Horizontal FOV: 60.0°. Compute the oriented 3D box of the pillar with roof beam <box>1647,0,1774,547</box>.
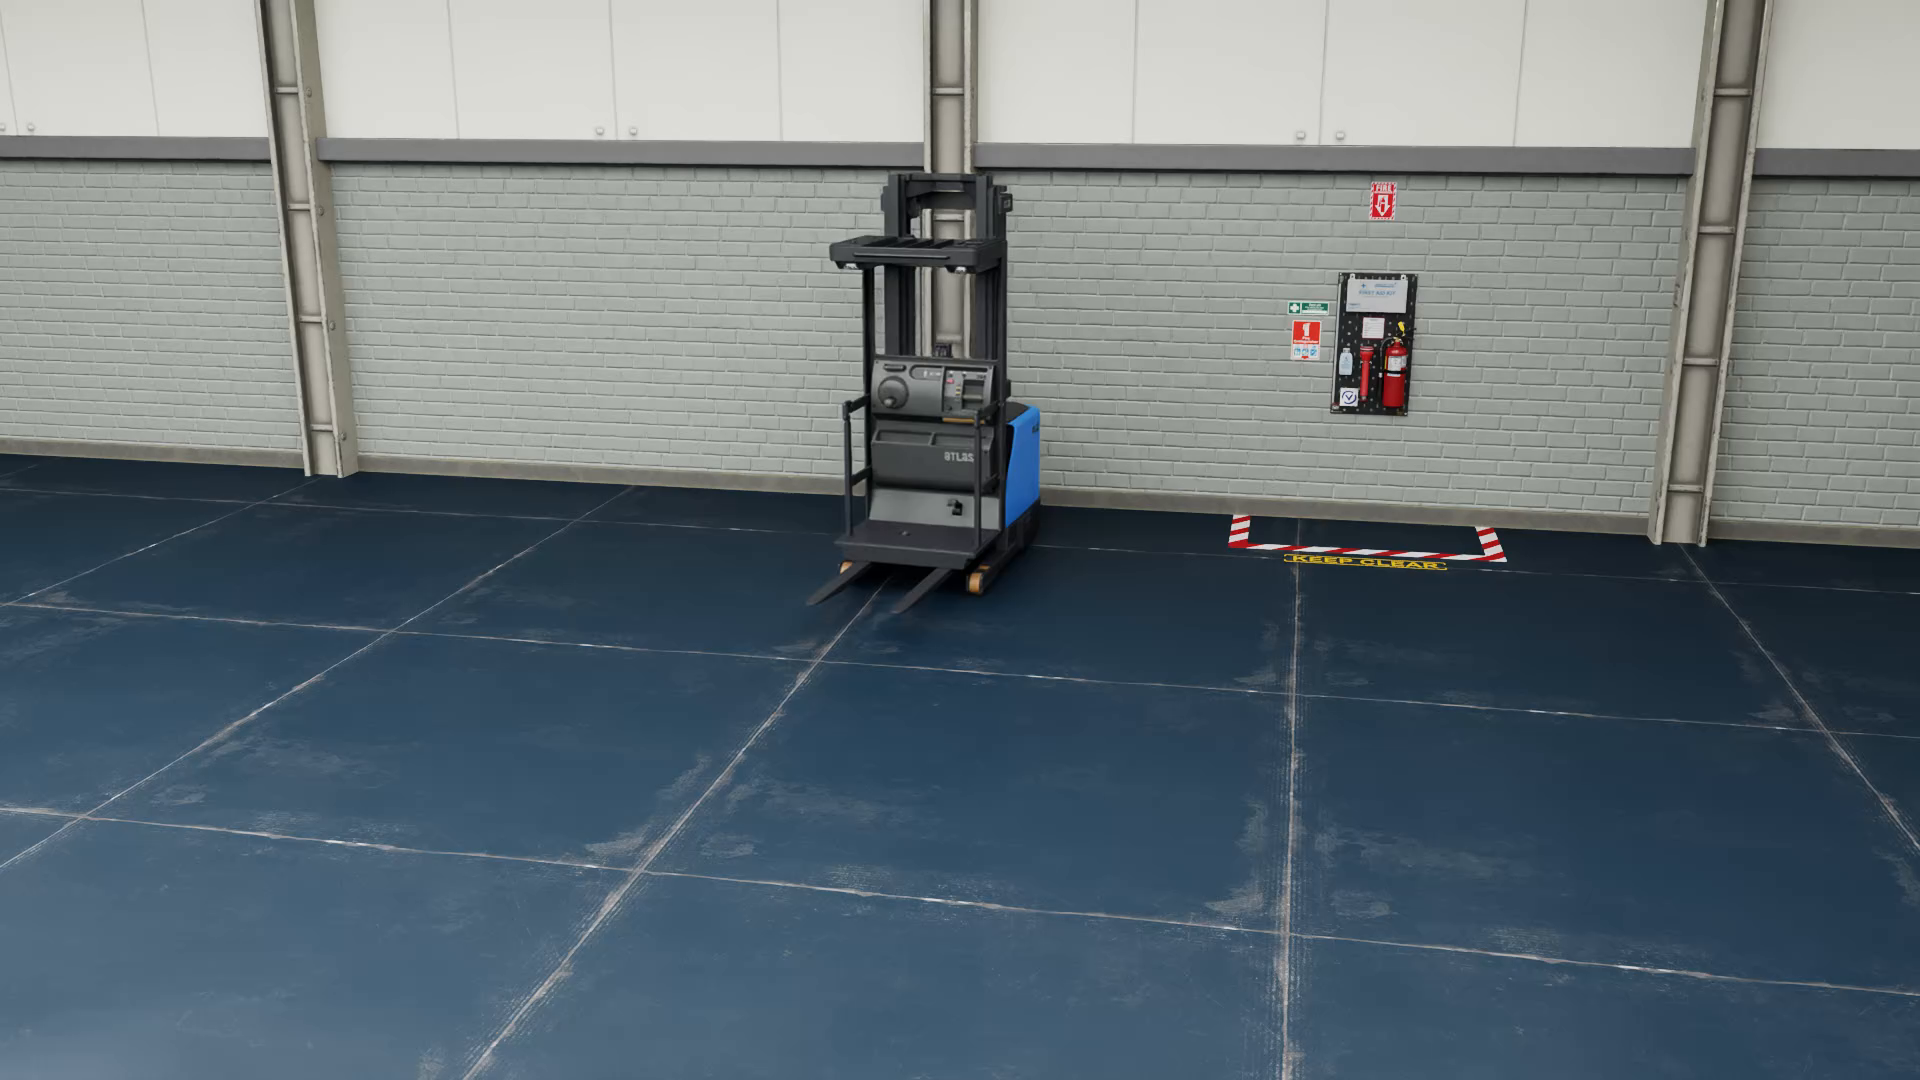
[{"bbox_3d":[4.947,-3.208,8.214,0.400,9.000,9.100,3,16,11],"label":"pillar with roof beam"}]

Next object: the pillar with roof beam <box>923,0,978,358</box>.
[{"bbox_3d":[-0.933,-3.527,9.367,0.400,9.000,9.100,3,16,11],"label":"pillar with roof beam"}]

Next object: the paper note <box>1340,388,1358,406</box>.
[{"bbox_3d":[3.231,-1.187,13.808,0.142,0.148,0.016,3,16,11],"label":"paper note"}]

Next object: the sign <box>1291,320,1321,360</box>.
[{"bbox_3d":[2.869,-1.658,13.790,0.234,0.329,0.001,3,16,11],"label":"sign"}]

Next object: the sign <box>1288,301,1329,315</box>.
[{"bbox_3d":[2.872,-1.910,13.710,0.331,0.109,0.001,3,16,11],"label":"sign"}]

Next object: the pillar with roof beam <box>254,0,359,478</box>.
[{"bbox_3d":[-6.813,-3.846,10.519,0.400,9.000,9.100,3,16,11],"label":"pillar with roof beam"}]

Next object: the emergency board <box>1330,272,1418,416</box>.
[{"bbox_3d":[3.391,-1.584,13.592,0.643,1.169,0.194,3,16,11],"label":"emergency board"}]

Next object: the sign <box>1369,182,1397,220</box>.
[{"bbox_3d":[3.403,-2.728,13.378,0.199,0.298,0.001,3,16,11],"label":"sign"}]

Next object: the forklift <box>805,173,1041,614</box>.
[{"bbox_3d":[-0.266,-1.131,12.084,1.130,2.935,3.031,5,16,17],"label":"forklift"}]
